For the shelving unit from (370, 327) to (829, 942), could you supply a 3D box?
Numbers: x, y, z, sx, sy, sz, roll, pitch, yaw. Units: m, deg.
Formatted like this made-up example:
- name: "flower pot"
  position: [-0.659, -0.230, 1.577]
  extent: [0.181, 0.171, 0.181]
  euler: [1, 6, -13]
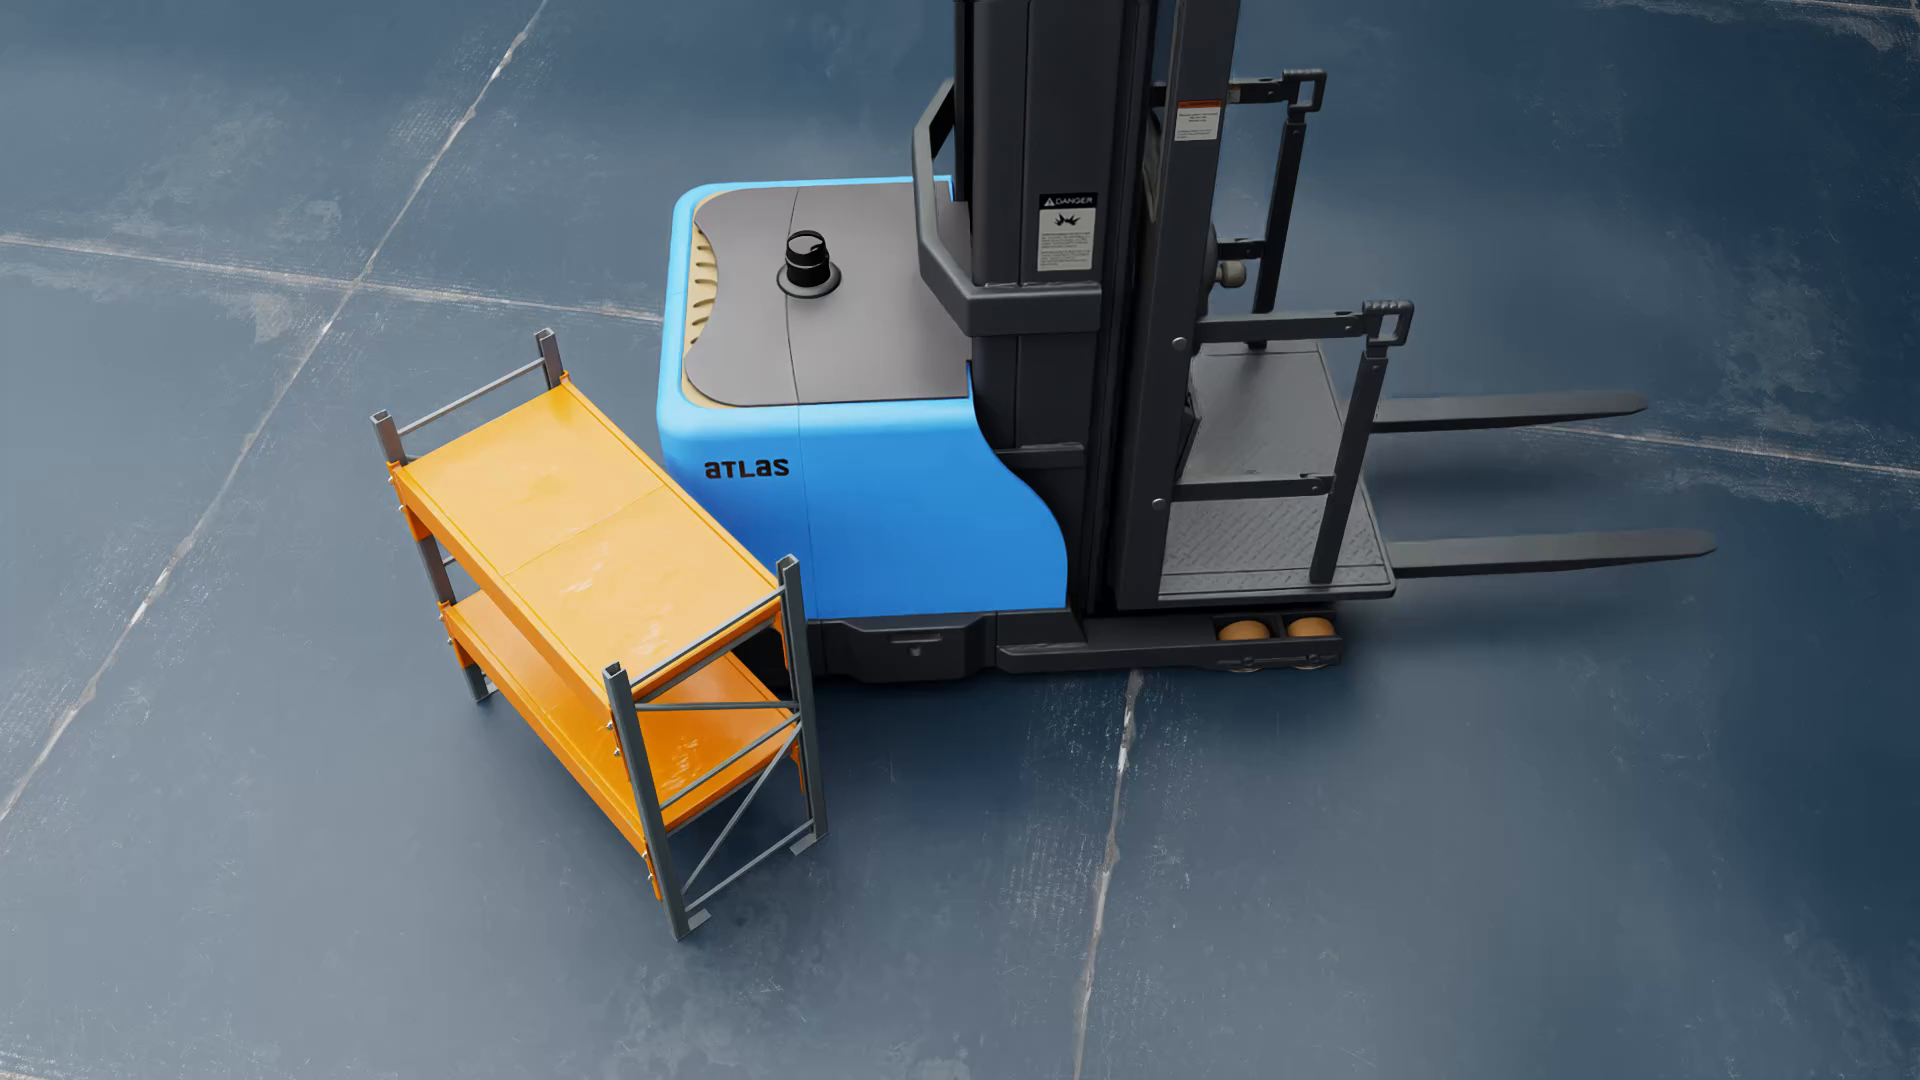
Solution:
- name: "shelving unit"
  position: [-0.890, 0.251, 4.268]
  extent: [0.538, 1.125, 1.048]
  euler: [-33, 56, -26]

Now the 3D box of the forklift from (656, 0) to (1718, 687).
- name: "forklift"
  position: [0.716, -0.983, 4.163]
  extent: [3.031, 2.935, 1.130]
  euler: [-3, 48, -2]

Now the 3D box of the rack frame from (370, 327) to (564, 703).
- name: "rack frame"
  position: [-1.224, -0.034, 4.524]
  extent: [0.500, 1.125, 0.032]
  euler: [-33, 56, -26]

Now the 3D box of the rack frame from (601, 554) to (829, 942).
- name: "rack frame"
  position: [-0.556, 0.536, 4.012]
  extent: [0.500, 1.125, 0.032]
  euler: [-33, 56, -26]

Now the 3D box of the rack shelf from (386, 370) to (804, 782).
- name: "rack shelf"
  position: [-0.890, 0.055, 4.050]
  extent: [0.538, 0.278, 1.000]
  euler: [-33, 56, -26]

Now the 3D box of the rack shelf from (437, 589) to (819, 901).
- name: "rack shelf"
  position: [-0.890, 0.414, 4.450]
  extent: [0.538, 0.278, 1.000]
  euler: [-33, 56, -26]
